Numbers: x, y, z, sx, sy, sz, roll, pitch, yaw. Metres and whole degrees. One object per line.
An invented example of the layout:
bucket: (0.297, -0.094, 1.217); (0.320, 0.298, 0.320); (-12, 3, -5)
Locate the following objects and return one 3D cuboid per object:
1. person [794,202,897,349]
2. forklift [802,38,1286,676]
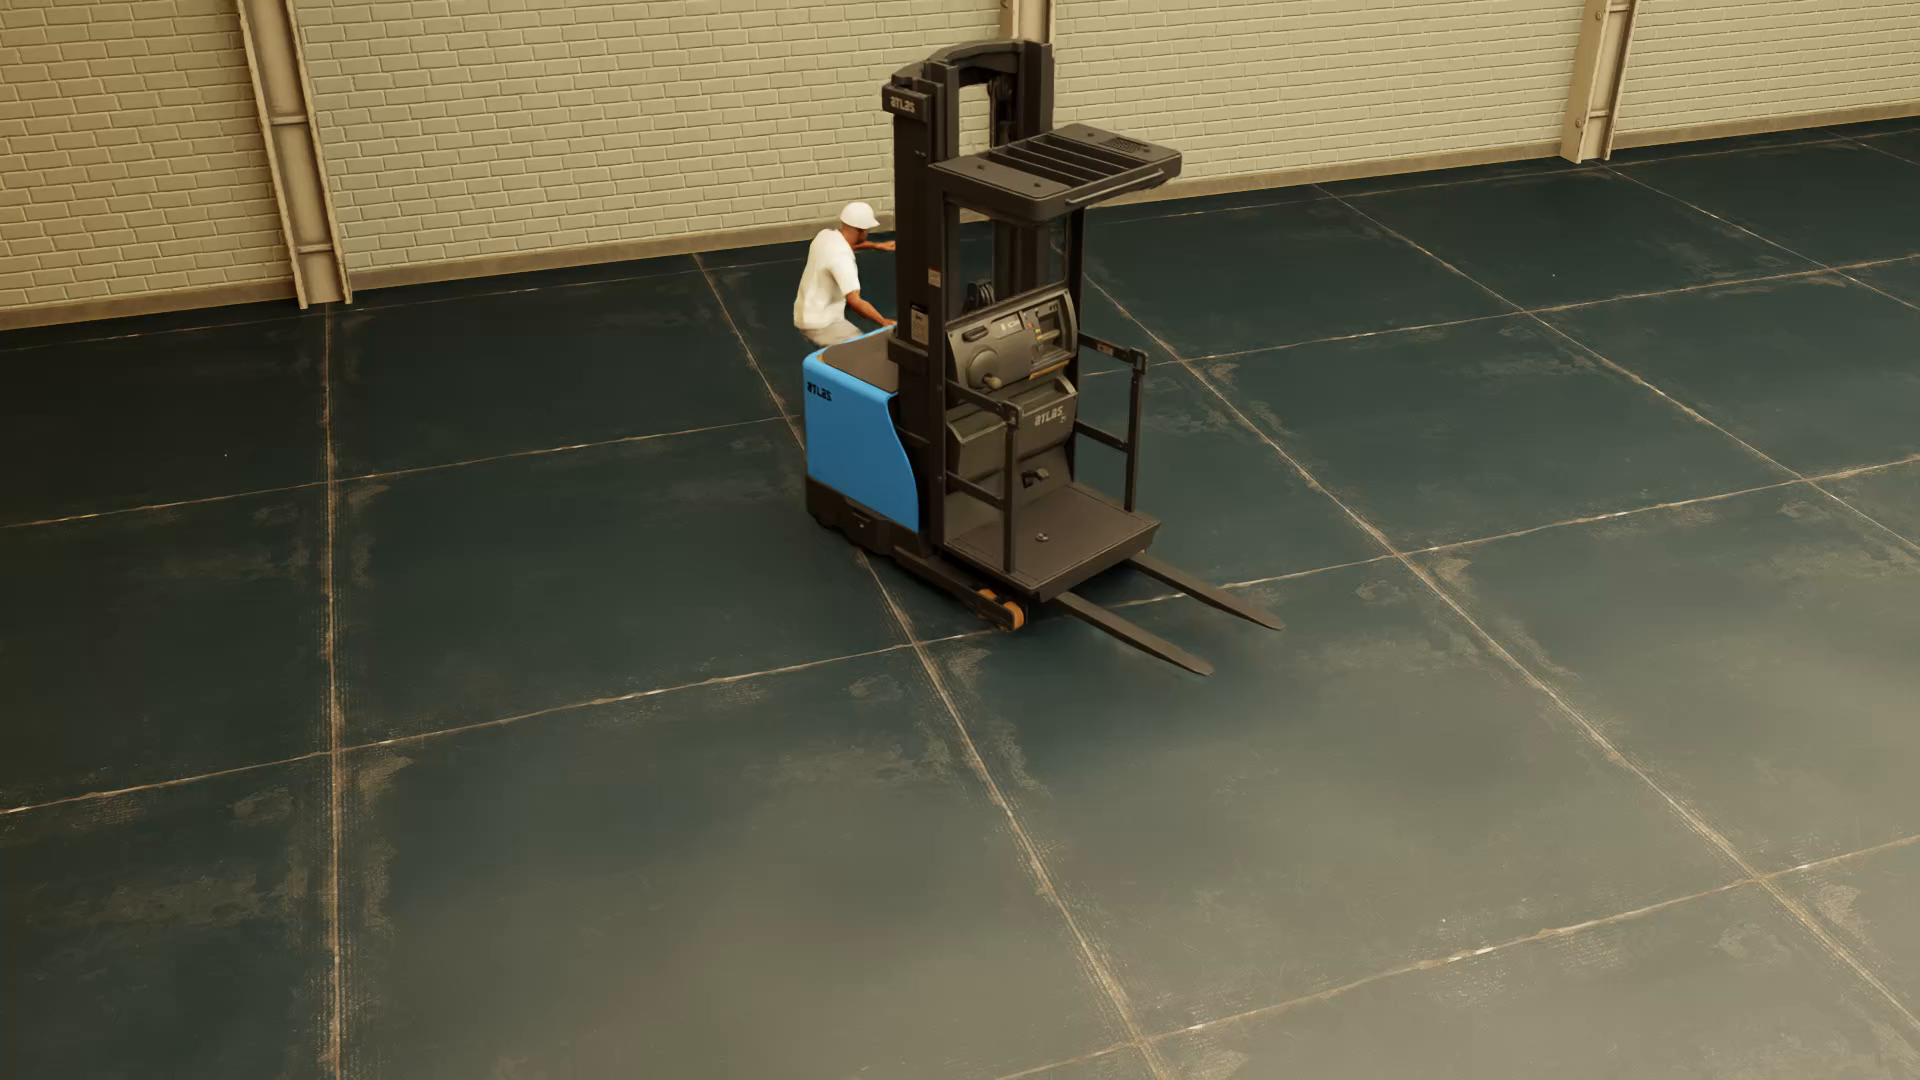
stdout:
person: (-0.625, -1.484, 11.112); (0.912, 1.515, 1.242); (-10, 31, -17)
forklift: (0.438, -1.054, 8.918); (1.130, 2.935, 3.031); (-26, 39, -37)
